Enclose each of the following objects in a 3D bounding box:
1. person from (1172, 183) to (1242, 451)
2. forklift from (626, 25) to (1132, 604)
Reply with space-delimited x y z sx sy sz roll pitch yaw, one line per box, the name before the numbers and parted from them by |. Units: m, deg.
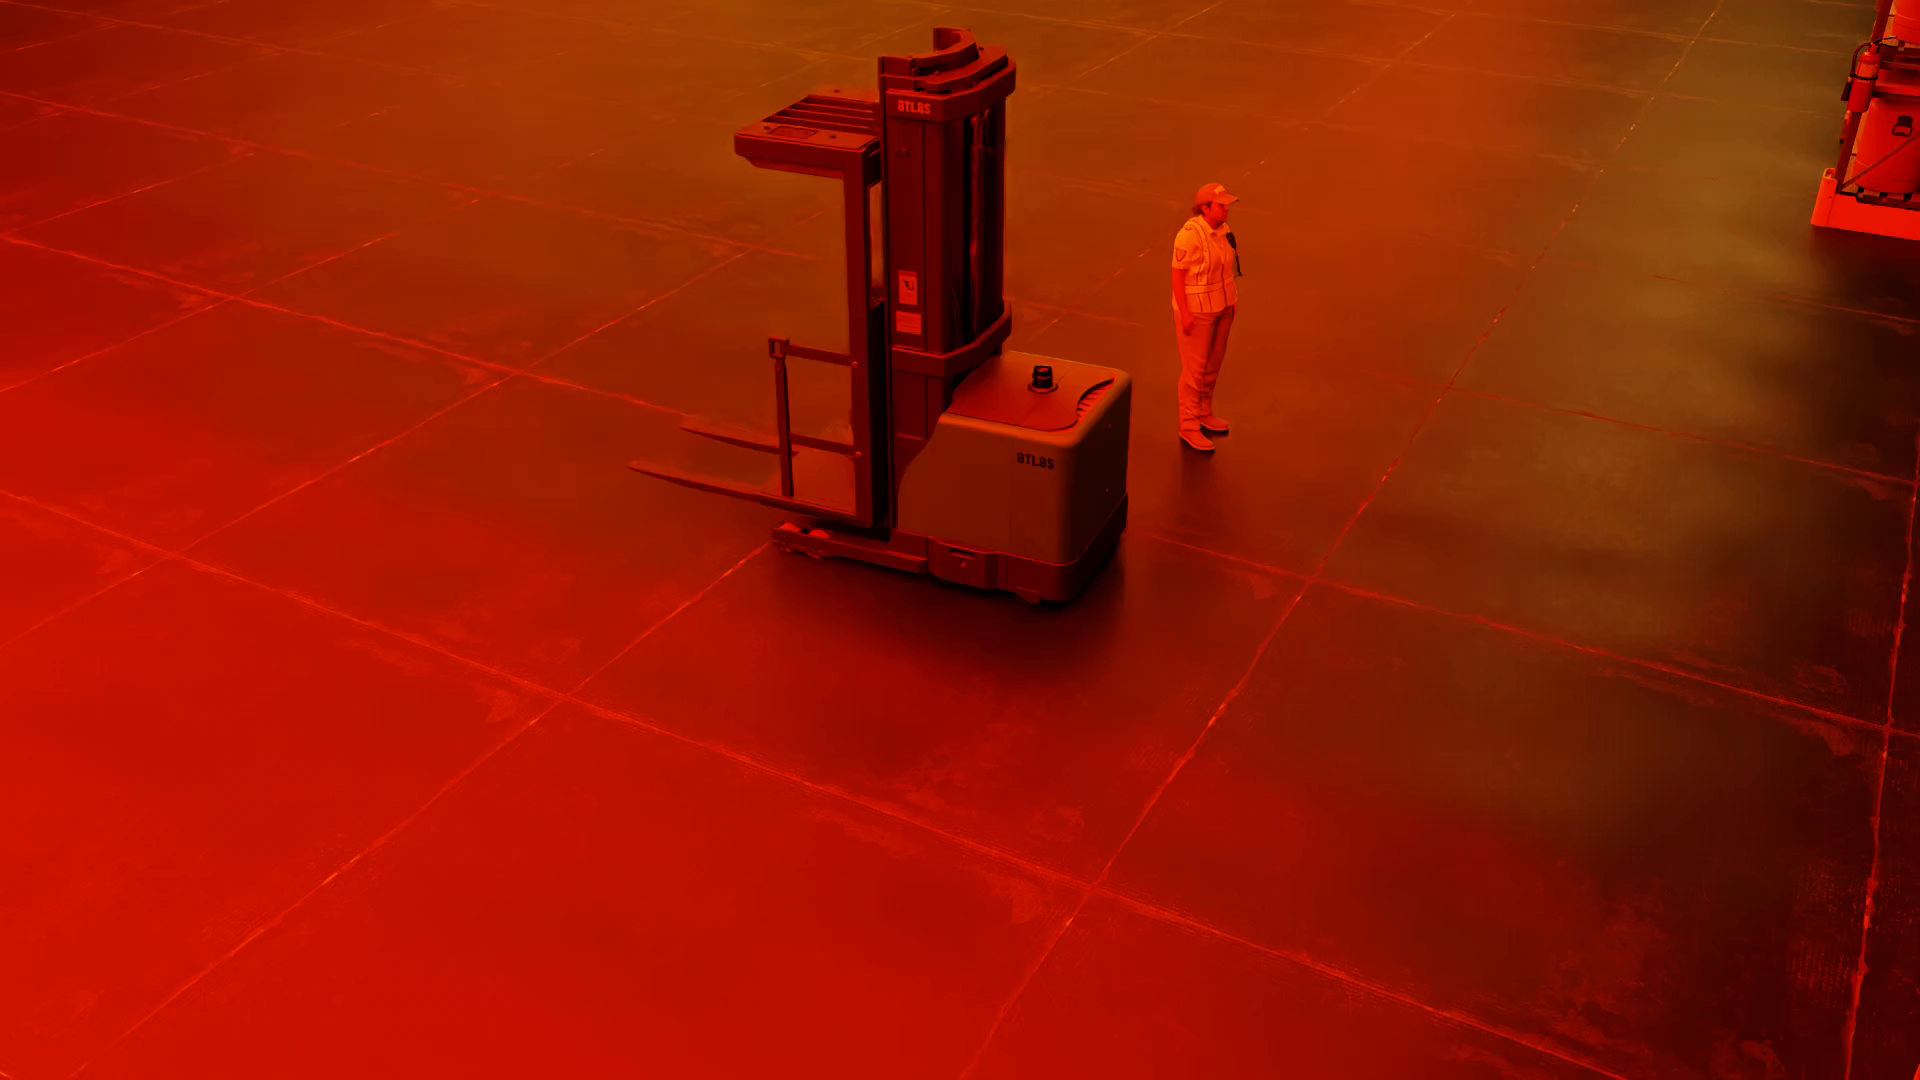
person | 1.657 -1.485 10.894 0.595 1.669 0.531 -26 39 -37
forklift | -0.565 -1.388 9.476 3.031 2.935 1.130 12 32 20
